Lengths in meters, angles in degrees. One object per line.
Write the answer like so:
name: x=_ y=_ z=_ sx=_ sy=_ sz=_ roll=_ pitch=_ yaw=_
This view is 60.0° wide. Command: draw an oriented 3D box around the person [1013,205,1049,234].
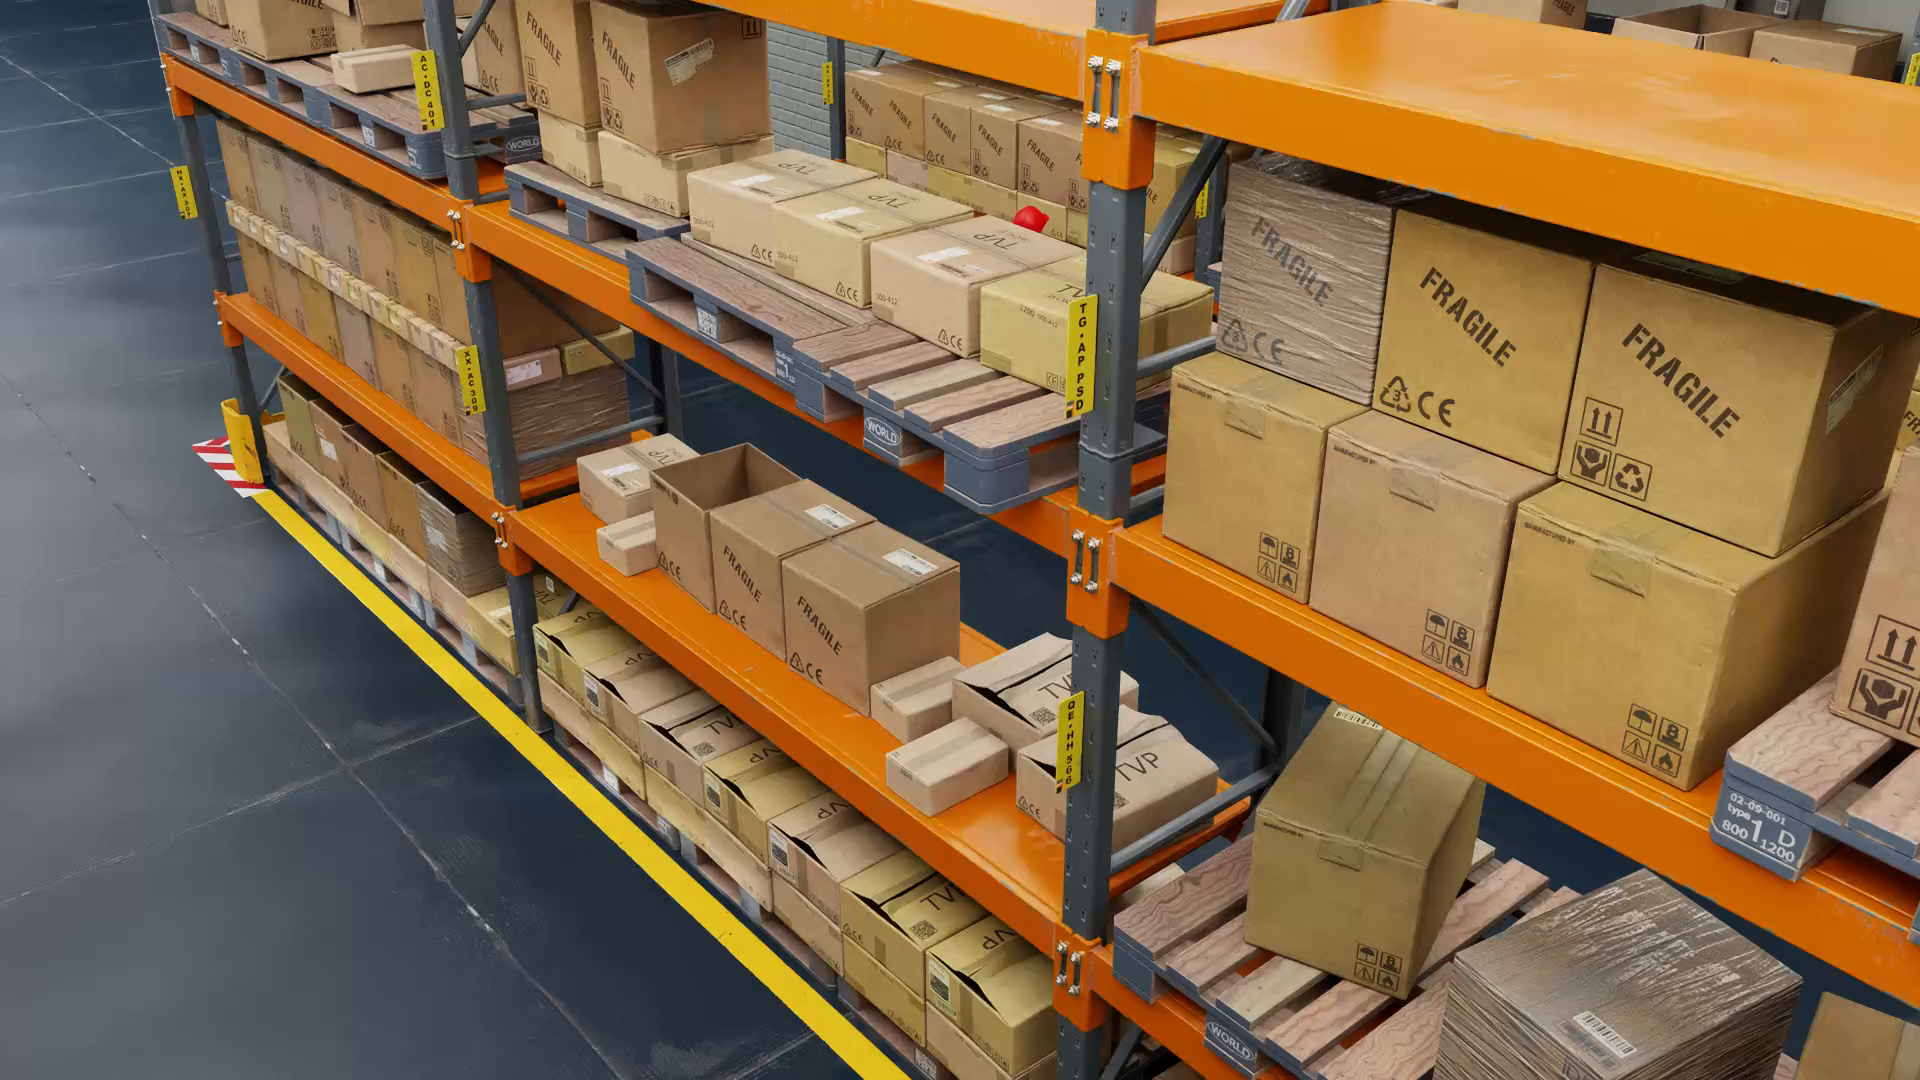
person: x=0.459 y=-1.374 z=11.182 sx=0.544 sy=1.795 sz=0.349 roll=12 pitch=30 yaw=21
